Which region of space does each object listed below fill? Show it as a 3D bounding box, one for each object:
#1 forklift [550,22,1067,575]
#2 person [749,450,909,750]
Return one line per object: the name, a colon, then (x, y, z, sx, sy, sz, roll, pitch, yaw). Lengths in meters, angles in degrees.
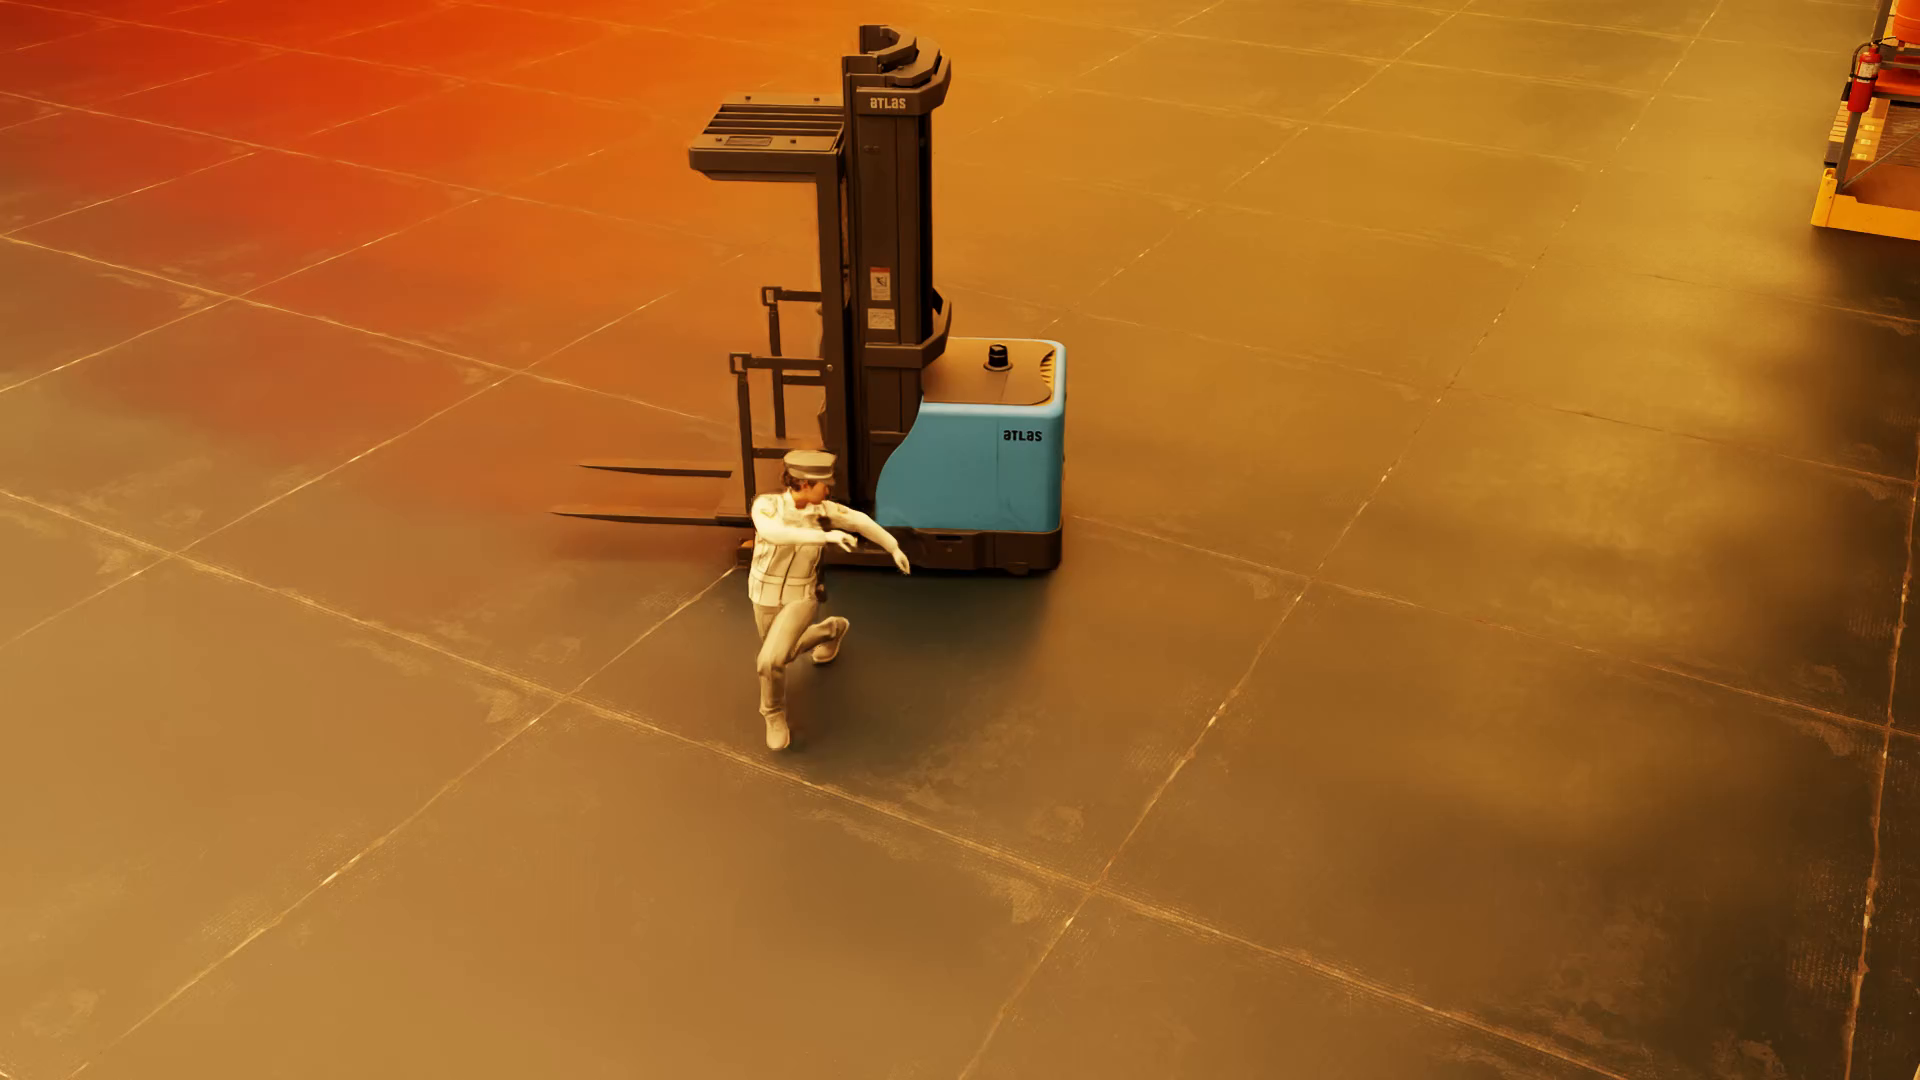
forklift: (-0.894, -1.351, 9.412, 3.031, 2.935, 1.130, 2, 30, 4)
person: (-0.671, 0.233, 8.242, 0.744, 1.416, 0.934, 4, 30, 7)
